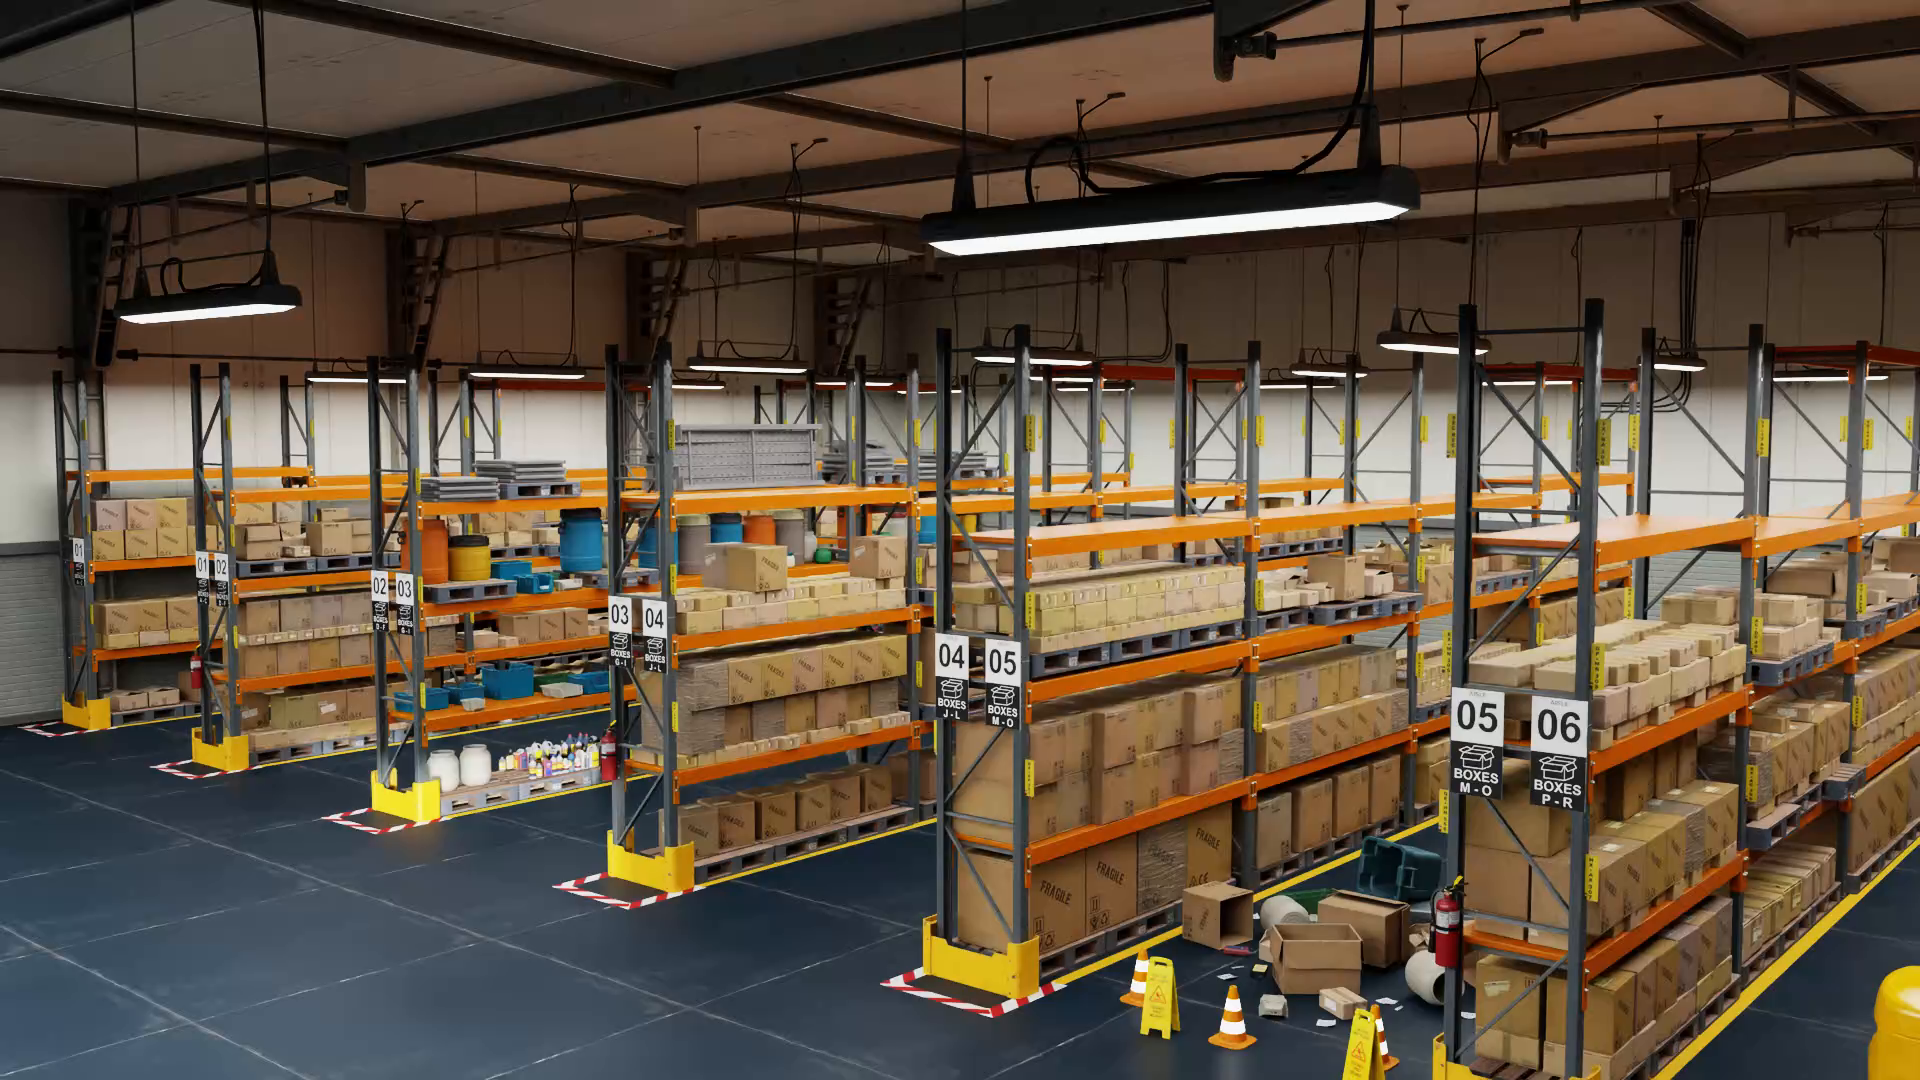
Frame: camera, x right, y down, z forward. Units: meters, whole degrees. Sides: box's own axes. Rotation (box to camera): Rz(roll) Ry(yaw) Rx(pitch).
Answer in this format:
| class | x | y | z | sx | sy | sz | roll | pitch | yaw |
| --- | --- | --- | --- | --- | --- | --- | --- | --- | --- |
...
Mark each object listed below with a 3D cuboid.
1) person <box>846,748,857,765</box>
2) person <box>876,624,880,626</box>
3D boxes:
| class | x | y | z | sx | sy | sz | roll | pitch | yaw |
| --- | --- | --- | --- | --- | --- | --- | --- | --- | --- |
| person | -1.499 | 2.604 | 23.384 | 0.401 | 1.809 | 0.625 | 2 | 5 | 31 |
| person | -1.458 | 2.071 | 31.198 | 0.443 | 1.593 | 0.460 | 0 | 4 | 1 |
